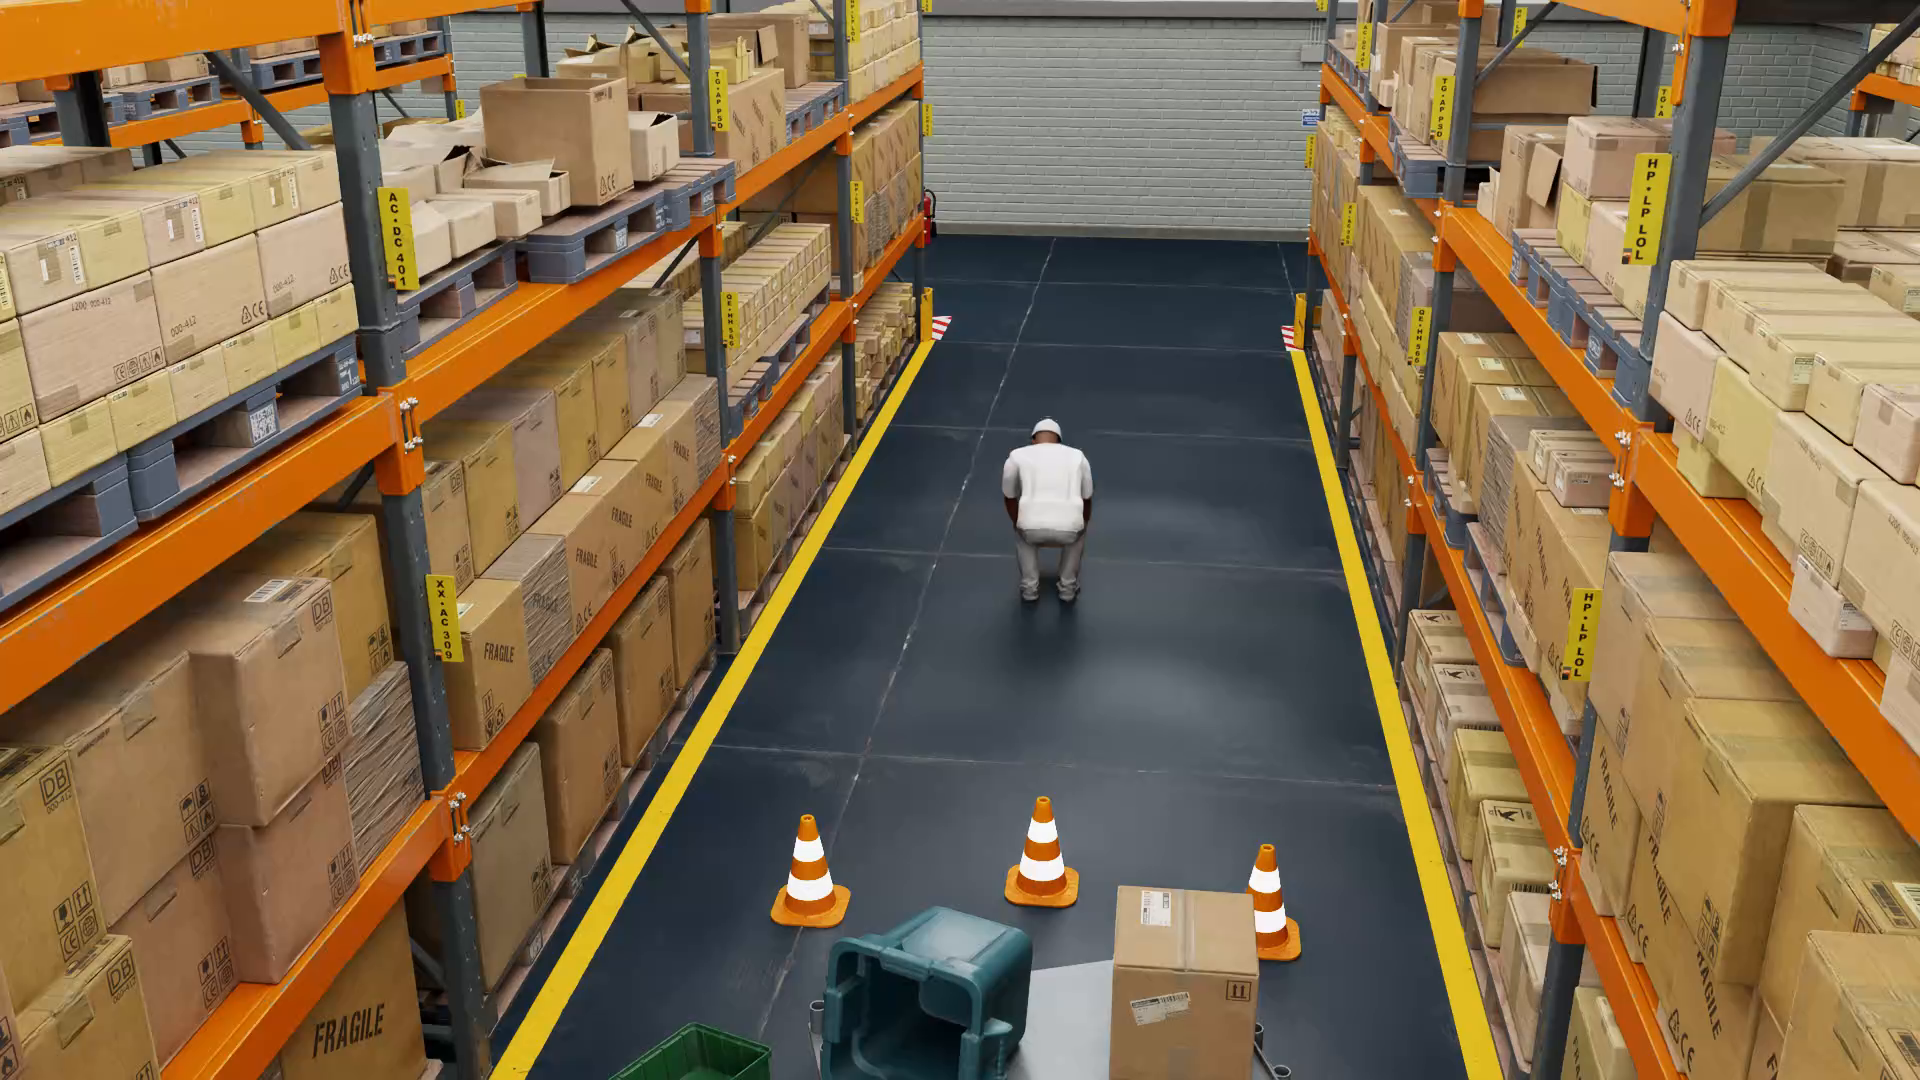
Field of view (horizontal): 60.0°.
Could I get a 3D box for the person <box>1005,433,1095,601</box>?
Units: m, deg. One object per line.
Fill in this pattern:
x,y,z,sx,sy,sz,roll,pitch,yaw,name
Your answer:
0.588,-0.149,11.020,0.593,0.997,0.878,3,21,6,person
